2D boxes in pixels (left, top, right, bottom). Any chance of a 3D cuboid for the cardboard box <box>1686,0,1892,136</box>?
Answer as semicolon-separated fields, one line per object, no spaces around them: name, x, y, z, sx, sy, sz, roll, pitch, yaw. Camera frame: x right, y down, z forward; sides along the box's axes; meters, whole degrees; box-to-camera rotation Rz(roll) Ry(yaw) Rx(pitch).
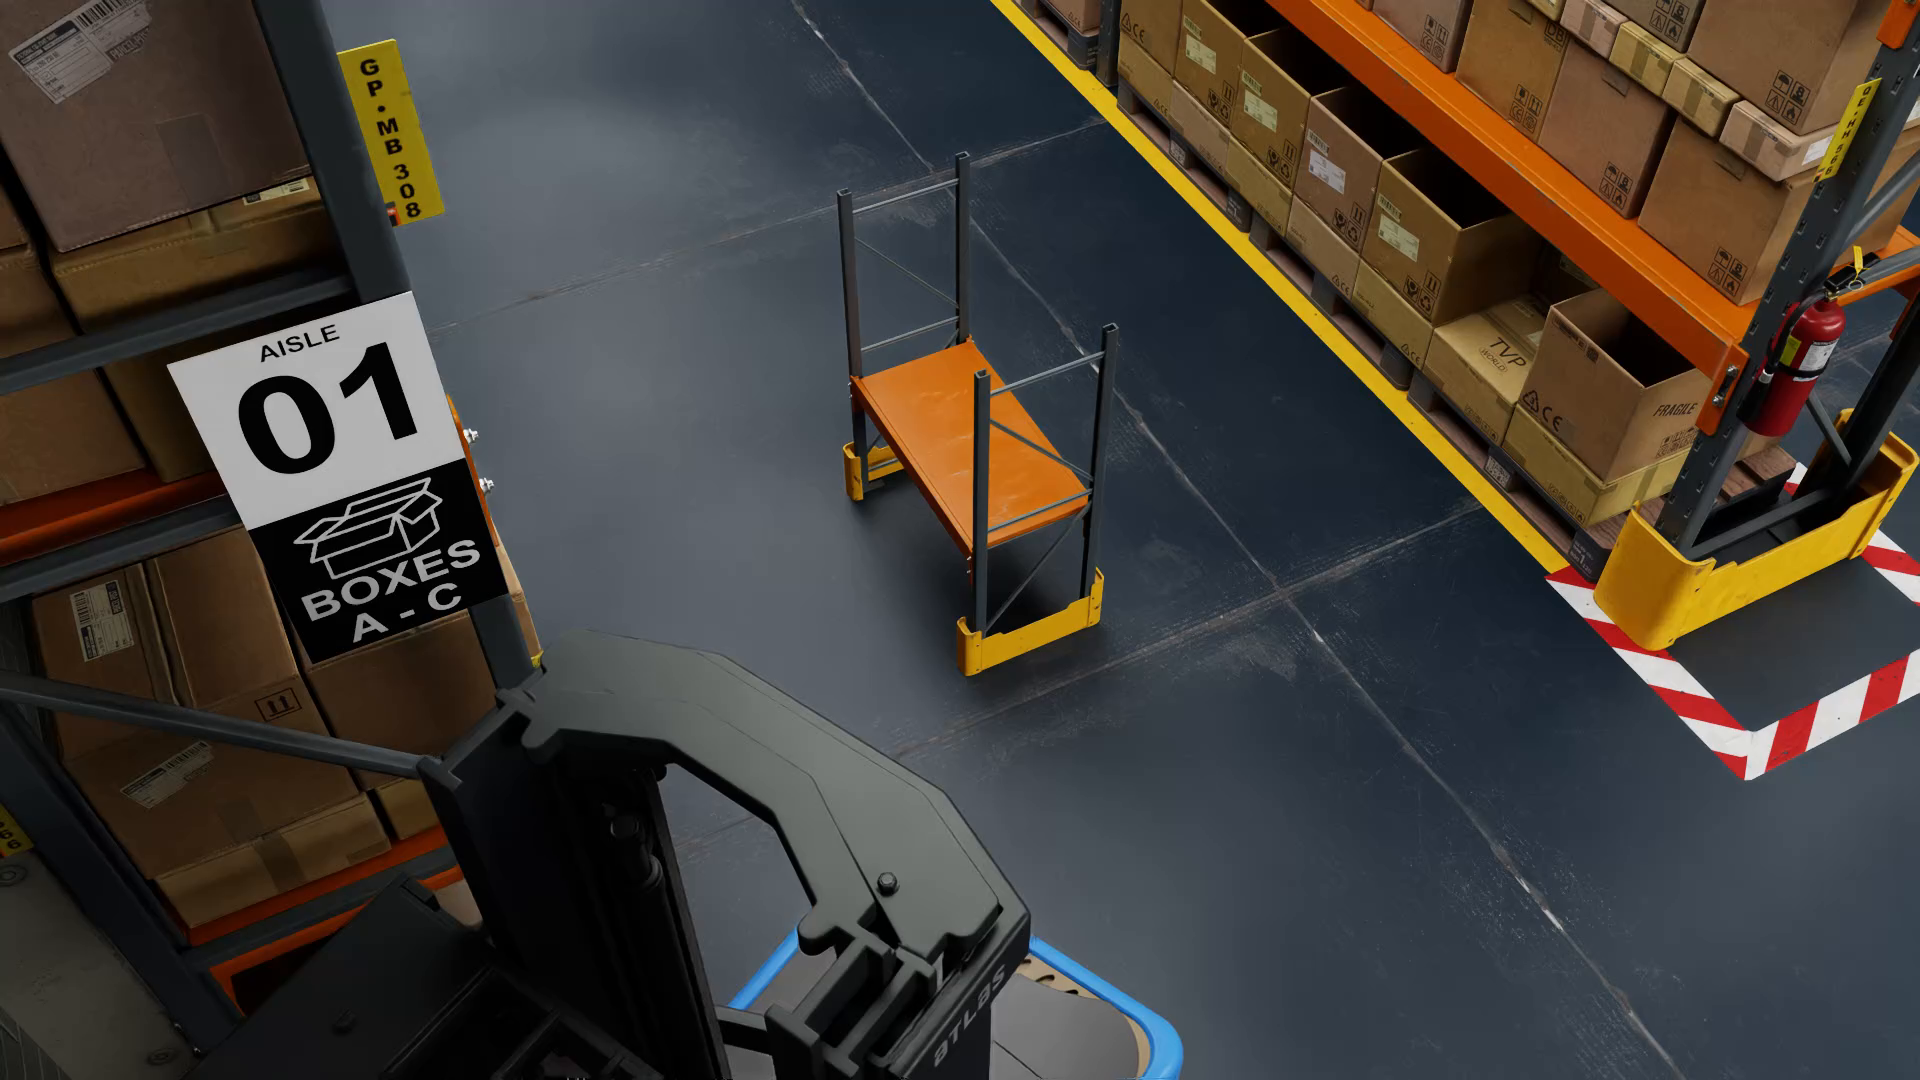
cardboard box;2.792;-1.696;5.205;0.700;0.500;0.500;-21;52;-17

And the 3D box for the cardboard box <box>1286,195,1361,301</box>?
cardboard box;1.813;-1.373;7.399;0.500;0.250;0.500;-21;52;-18

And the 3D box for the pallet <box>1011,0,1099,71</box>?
pallet;0.816;-3.122;9.233;1.003;0.211;1.213;-21;52;-18

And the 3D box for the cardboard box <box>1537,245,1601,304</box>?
cardboard box;2.740;-1.133;6.690;0.500;0.500;0.500;-21;52;-18

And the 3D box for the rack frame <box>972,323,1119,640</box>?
rack frame;0.272;-0.096;5.731;0.500;1.500;0.032;-21;52;-18

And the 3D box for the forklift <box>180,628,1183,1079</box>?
forklift;-0.694;1.665;3.239;1.130;2.935;3.031;28;55;23

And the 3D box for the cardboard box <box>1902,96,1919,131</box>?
cardboard box;3.030;-1.467;5.435;0.380;0.149;0.250;-22;52;-18

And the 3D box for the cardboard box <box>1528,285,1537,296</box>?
cardboard box;2.510;-1.220;7.265;0.500;0.250;0.500;-21;52;-18

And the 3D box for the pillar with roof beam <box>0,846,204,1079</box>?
pillar with roof beam;1.354;-2.803;3.116;9.100;9.000;0.400;-21;52;-18

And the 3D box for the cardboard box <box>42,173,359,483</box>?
cardboard box;-1.316;-0.512;3.025;0.500;0.500;0.500;-20;52;-17

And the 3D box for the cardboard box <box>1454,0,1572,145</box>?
cardboard box;2.349;-1.917;6.260;0.700;0.500;0.500;-21;52;-17

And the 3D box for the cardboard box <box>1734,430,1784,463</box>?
cardboard box;2.970;-0.552;6.680;0.500;0.250;0.500;-21;52;-18

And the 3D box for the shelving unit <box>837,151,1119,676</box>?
shelving unit;0.035;-0.443;6.033;0.587;1.500;1.083;-21;52;-18

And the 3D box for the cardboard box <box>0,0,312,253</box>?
cardboard box;-1.345;-0.872;2.676;0.500;0.500;0.500;-25;53;-20

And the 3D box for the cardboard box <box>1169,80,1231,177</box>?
cardboard box;1.355;-2.042;7.984;0.500;0.250;0.500;-21;52;-18

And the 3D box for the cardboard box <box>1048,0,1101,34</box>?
cardboard box;0.740;-2.971;8.796;0.500;0.250;0.500;-22;52;-18

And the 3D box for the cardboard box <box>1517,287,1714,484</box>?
cardboard box;2.508;-0.620;6.241;0.500;0.500;0.500;-21;52;-18

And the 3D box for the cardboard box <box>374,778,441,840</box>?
cardboard box;-1.326;0.432;4.358;0.500;0.250;0.500;-23;53;-19

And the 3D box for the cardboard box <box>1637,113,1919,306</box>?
cardboard box;2.816;-1.233;5.662;0.700;0.500;0.500;-21;52;-18

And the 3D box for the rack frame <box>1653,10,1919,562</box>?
rack frame;3.018;-0.883;5.422;1.000;3.000;0.127;-21;52;-18

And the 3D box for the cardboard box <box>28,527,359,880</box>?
cardboard box;-1.790;0.379;3.907;0.500;0.500;0.500;-22;52;-18

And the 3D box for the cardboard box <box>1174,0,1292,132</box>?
cardboard box;1.357;-2.290;7.703;0.500;0.500;0.500;-21;52;-18

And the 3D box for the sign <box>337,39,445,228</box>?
sign;-0.902;-0.637;2.633;0.100;0.325;0.005;-21;52;-18

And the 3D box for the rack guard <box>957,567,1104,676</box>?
rack guard;0.263;0.302;6.212;0.587;0.250;0.087;-21;52;-18

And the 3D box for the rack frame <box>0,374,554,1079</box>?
rack frame;-1.385;0.825;3.928;1.000;3.000;0.127;-21;52;-18

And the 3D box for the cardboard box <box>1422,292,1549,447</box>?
cardboard box;2.270;-0.704;6.813;0.500;0.250;0.500;-21;52;-18

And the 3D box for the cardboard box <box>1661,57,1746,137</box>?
cardboard box;2.553;-1.495;5.460;0.380;0.149;0.250;-20;52;-17

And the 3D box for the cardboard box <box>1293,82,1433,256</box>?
cardboard box;1.810;-1.619;7.115;0.500;0.500;0.500;-21;52;-18

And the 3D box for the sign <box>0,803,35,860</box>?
sign;-1.888;0.518;3.218;0.100;0.325;0.005;-21;52;-18

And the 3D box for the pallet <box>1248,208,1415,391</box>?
pallet;2.077;-1.278;7.620;1.003;0.211;1.213;-21;52;-18

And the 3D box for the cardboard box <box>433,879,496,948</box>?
cardboard box;-1.621;1.072;5.207;0.500;0.311;0.500;-27;54;-21

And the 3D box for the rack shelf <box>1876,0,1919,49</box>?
rack shelf;2.103;-2.973;5.735;1.077;0.370;4.000;-21;52;-18

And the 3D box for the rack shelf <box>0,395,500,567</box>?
rack shelf;-2.300;-1.264;4.240;1.077;0.370;4.000;-21;52;-18
